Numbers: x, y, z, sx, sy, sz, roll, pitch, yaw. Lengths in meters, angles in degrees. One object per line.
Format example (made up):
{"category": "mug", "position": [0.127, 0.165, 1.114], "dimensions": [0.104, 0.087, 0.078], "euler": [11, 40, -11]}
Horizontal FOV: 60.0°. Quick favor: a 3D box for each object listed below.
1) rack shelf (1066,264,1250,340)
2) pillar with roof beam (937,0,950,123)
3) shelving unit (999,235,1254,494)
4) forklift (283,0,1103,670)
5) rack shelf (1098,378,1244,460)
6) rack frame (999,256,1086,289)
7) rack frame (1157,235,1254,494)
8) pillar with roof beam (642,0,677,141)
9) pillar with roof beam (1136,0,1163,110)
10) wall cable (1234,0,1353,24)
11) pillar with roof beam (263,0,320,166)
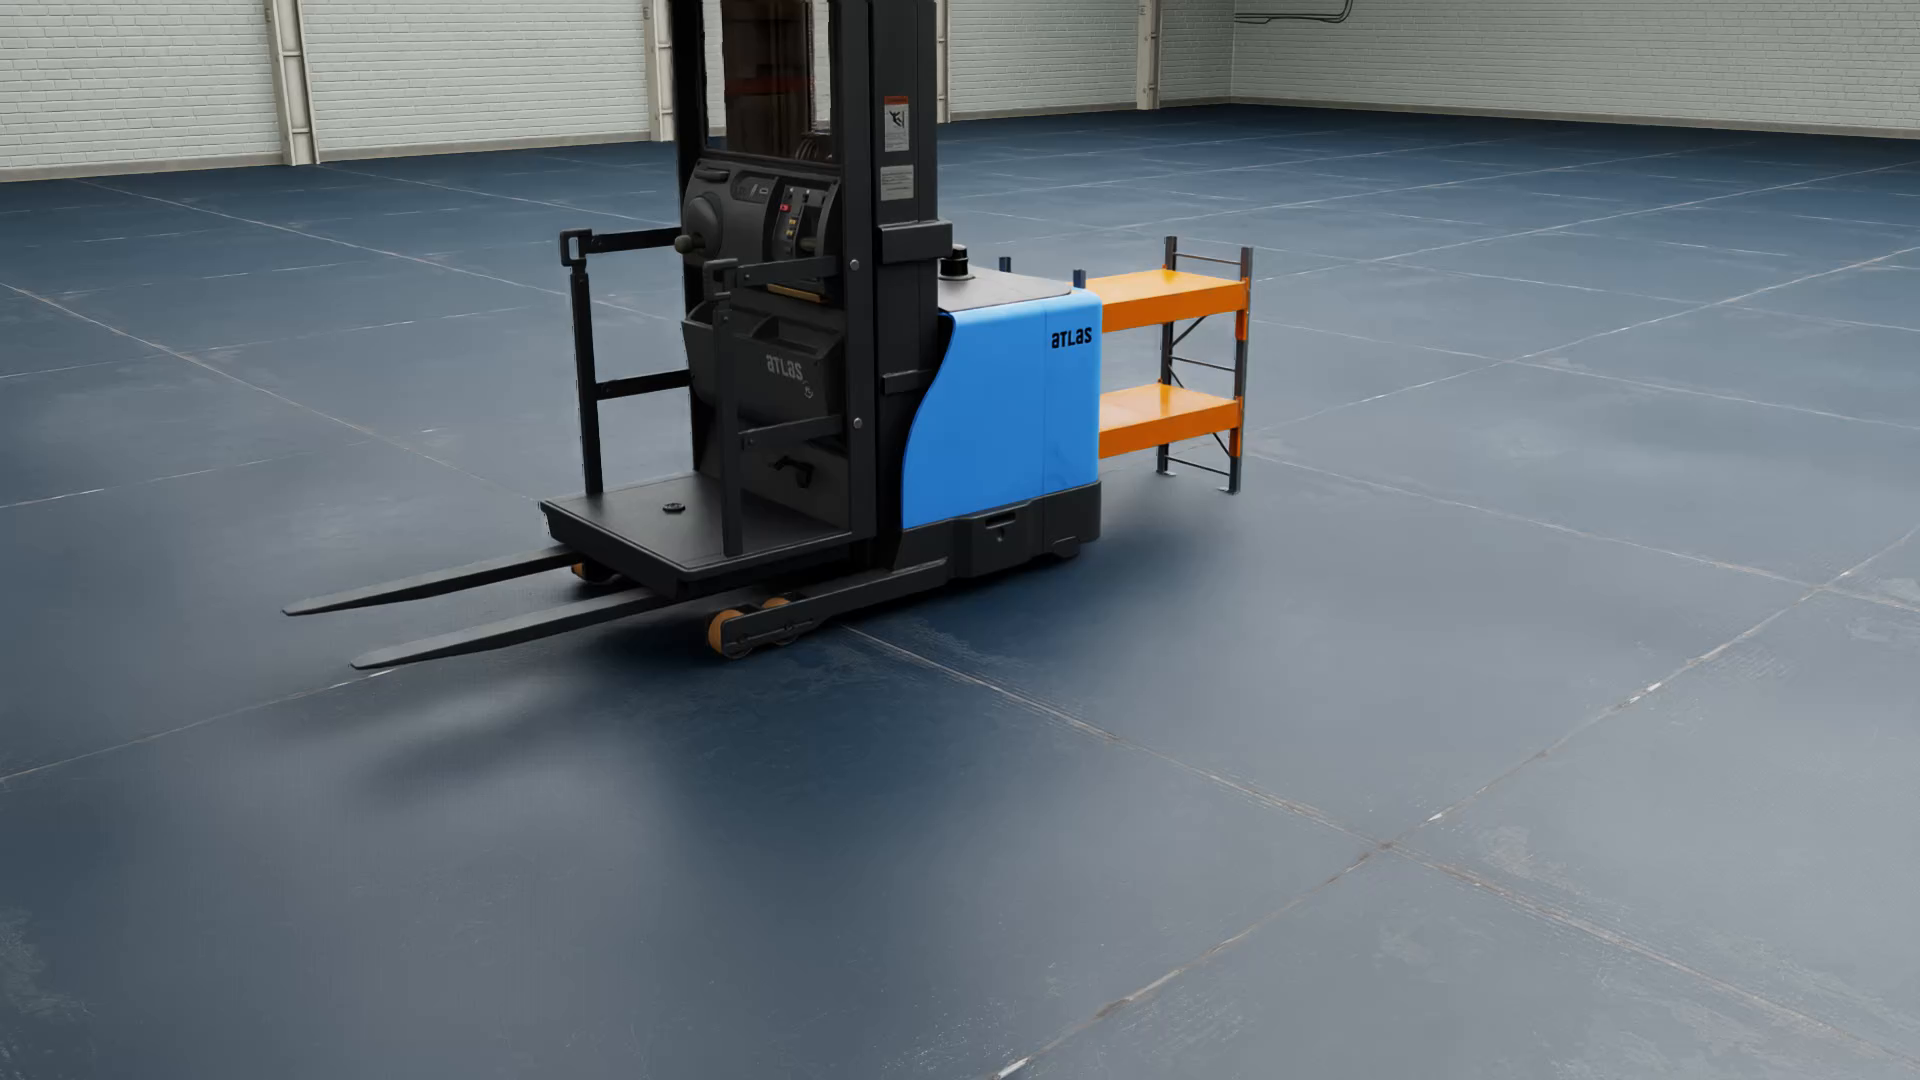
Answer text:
{"category": "rack shelf", "position": [0.728, -0.987, 7.255], "dimensions": [1.000, 0.278, 0.538], "euler": [-14, 23, -37]}
{"category": "pillar with roof beam", "position": [2.531, -11.085, 26.583], "dimensions": [0.400, 9.000, 9.100], "euler": [-16, 24, -41]}
{"category": "shelving unit", "position": [0.728, -0.708, 7.346], "dimensions": [1.048, 1.125, 0.538], "euler": [-14, 23, -37]}
{"category": "forklift", "position": [-0.883, -1.168, 5.836], "dimensions": [3.031, 2.935, 1.130], "euler": [-14, 23, -37]}
{"category": "rack shelf", "position": [0.728, -0.476, 7.421], "dimensions": [1.000, 0.278, 0.538], "euler": [-14, 23, -37]}
{"category": "rack frame", "position": [0.337, -0.608, 7.037], "dimensions": [0.032, 1.125, 0.500], "euler": [-14, 23, -37]}
{"category": "rack frame", "position": [1.119, -0.808, 7.654], "dimensions": [0.032, 1.125, 0.500], "euler": [-14, 23, -37]}
{"category": "pillar with roof beam", "position": [-1.829, -9.814, 22.662], "dimensions": [0.400, 9.000, 9.100], "euler": [-16, 24, -41]}
{"category": "pillar with roof beam", "position": [6.891, -12.356, 30.505], "dimensions": [0.400, 9.000, 9.100], "euler": [-16, 24, -41]}
{"category": "wall cable", "position": [6.982, -12.172, 34.971], "dimensions": [0.112, 2.526, 3.097], "euler": [-16, 24, -41]}
{"category": "pillar with roof beam", "position": [-6.188, -8.542, 18.741], "dimensions": [0.400, 9.000, 9.100], "euler": [-16, 24, -41]}
